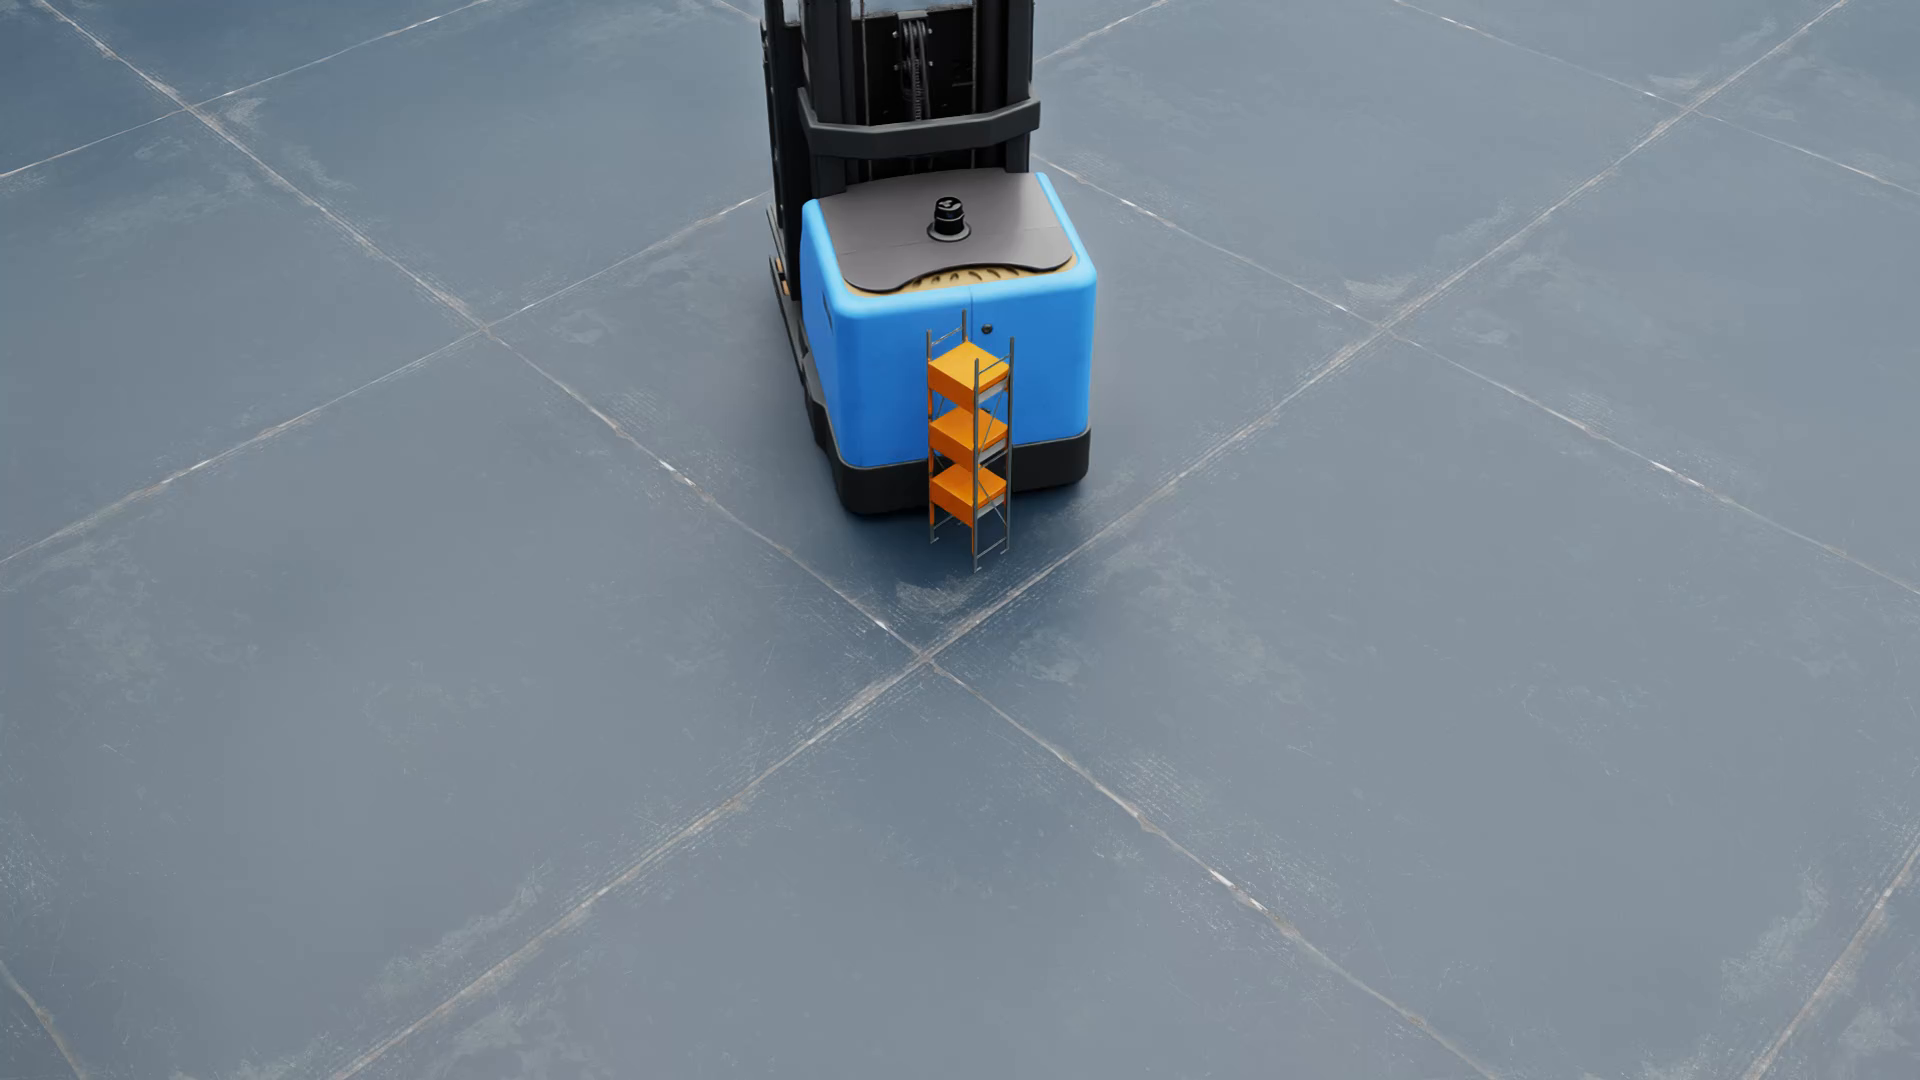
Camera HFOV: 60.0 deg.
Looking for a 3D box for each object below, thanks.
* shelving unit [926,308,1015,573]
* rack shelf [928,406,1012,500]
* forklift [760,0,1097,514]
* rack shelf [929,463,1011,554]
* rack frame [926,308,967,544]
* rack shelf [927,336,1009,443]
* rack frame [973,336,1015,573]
[{"bbox_3d":[0.038,-0.360,6.366,0.215,1.050,0.252,-34,53,-31],"label":"shelving unit"},{"bbox_3d":[0.038,-0.352,6.373,0.215,0.259,0.240,-34,53,-31],"label":"rack shelf"},{"bbox_3d":[-0.296,-2.194,6.965,1.130,2.935,3.031,-9,43,-10],"label":"forklift"},{"bbox_3d":[0.038,-0.148,6.562,0.215,0.259,0.240,-34,53,-31],"label":"rack shelf"},{"bbox_3d":[-0.048,-0.418,6.429,0.200,1.050,0.008,-34,53,-31],"label":"rack frame"},{"bbox_3d":[0.038,-0.561,6.180,0.215,0.259,0.240,-34,53,-31],"label":"rack shelf"},{"bbox_3d":[0.124,-0.301,6.302,0.200,1.050,0.008,-34,53,-31],"label":"rack frame"}]
